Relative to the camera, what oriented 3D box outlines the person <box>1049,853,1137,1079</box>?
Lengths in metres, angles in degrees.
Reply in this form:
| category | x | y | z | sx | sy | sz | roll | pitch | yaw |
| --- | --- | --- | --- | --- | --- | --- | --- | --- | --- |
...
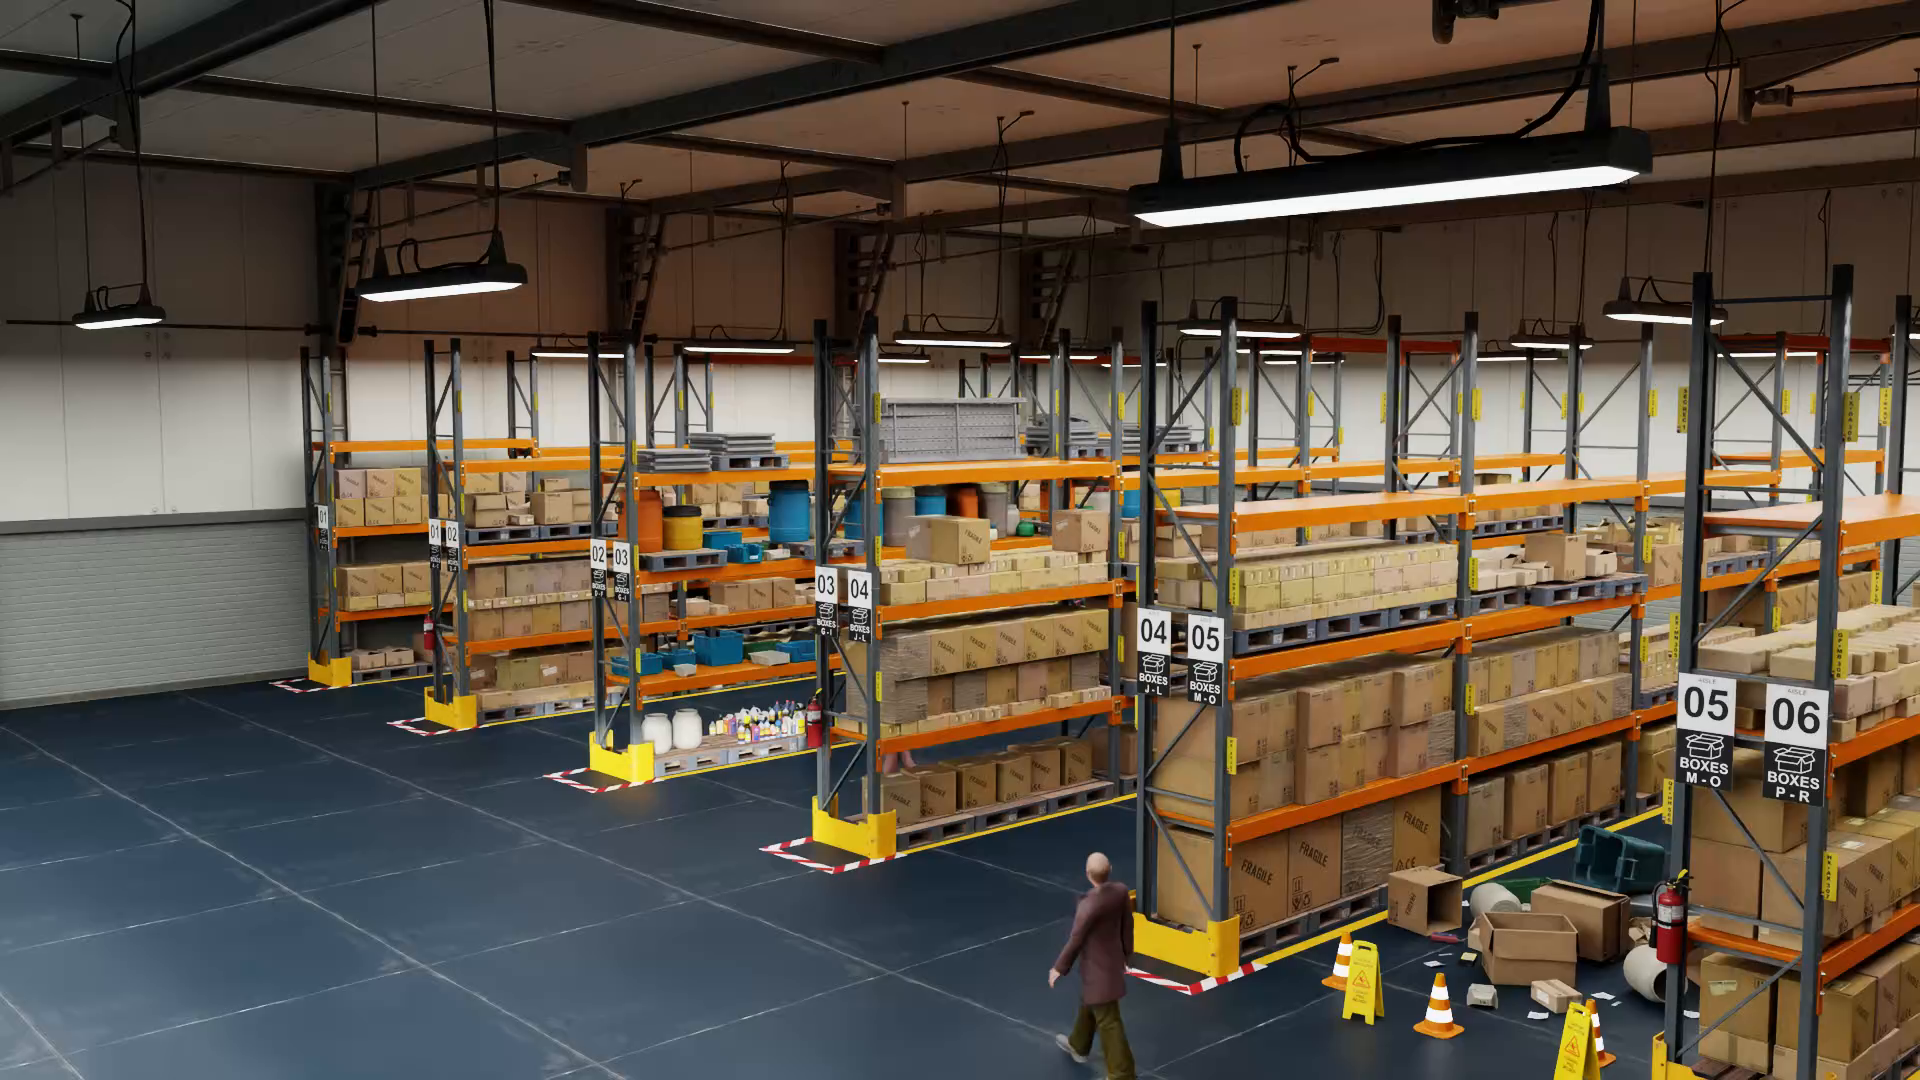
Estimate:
| category | x | y | z | sx | sy | sz | roll | pitch | yaw |
| --- | --- | --- | --- | --- | --- | --- | --- | --- | --- |
| person | 1.001 | 3.182 | 12.521 | 0.847 | 1.750 | 0.729 | 2 | 6 | 25 |

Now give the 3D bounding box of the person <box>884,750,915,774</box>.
| category | x | y | z | sx | sy | sz | roll | pitch | yaw |
| --- | --- | --- | --- | --- | --- | --- | --- | --- | --- |
| person | -0.854 | 2.402 | 22.006 | 0.521 | 1.672 | 0.524 | 3 | 6 | 34 |
